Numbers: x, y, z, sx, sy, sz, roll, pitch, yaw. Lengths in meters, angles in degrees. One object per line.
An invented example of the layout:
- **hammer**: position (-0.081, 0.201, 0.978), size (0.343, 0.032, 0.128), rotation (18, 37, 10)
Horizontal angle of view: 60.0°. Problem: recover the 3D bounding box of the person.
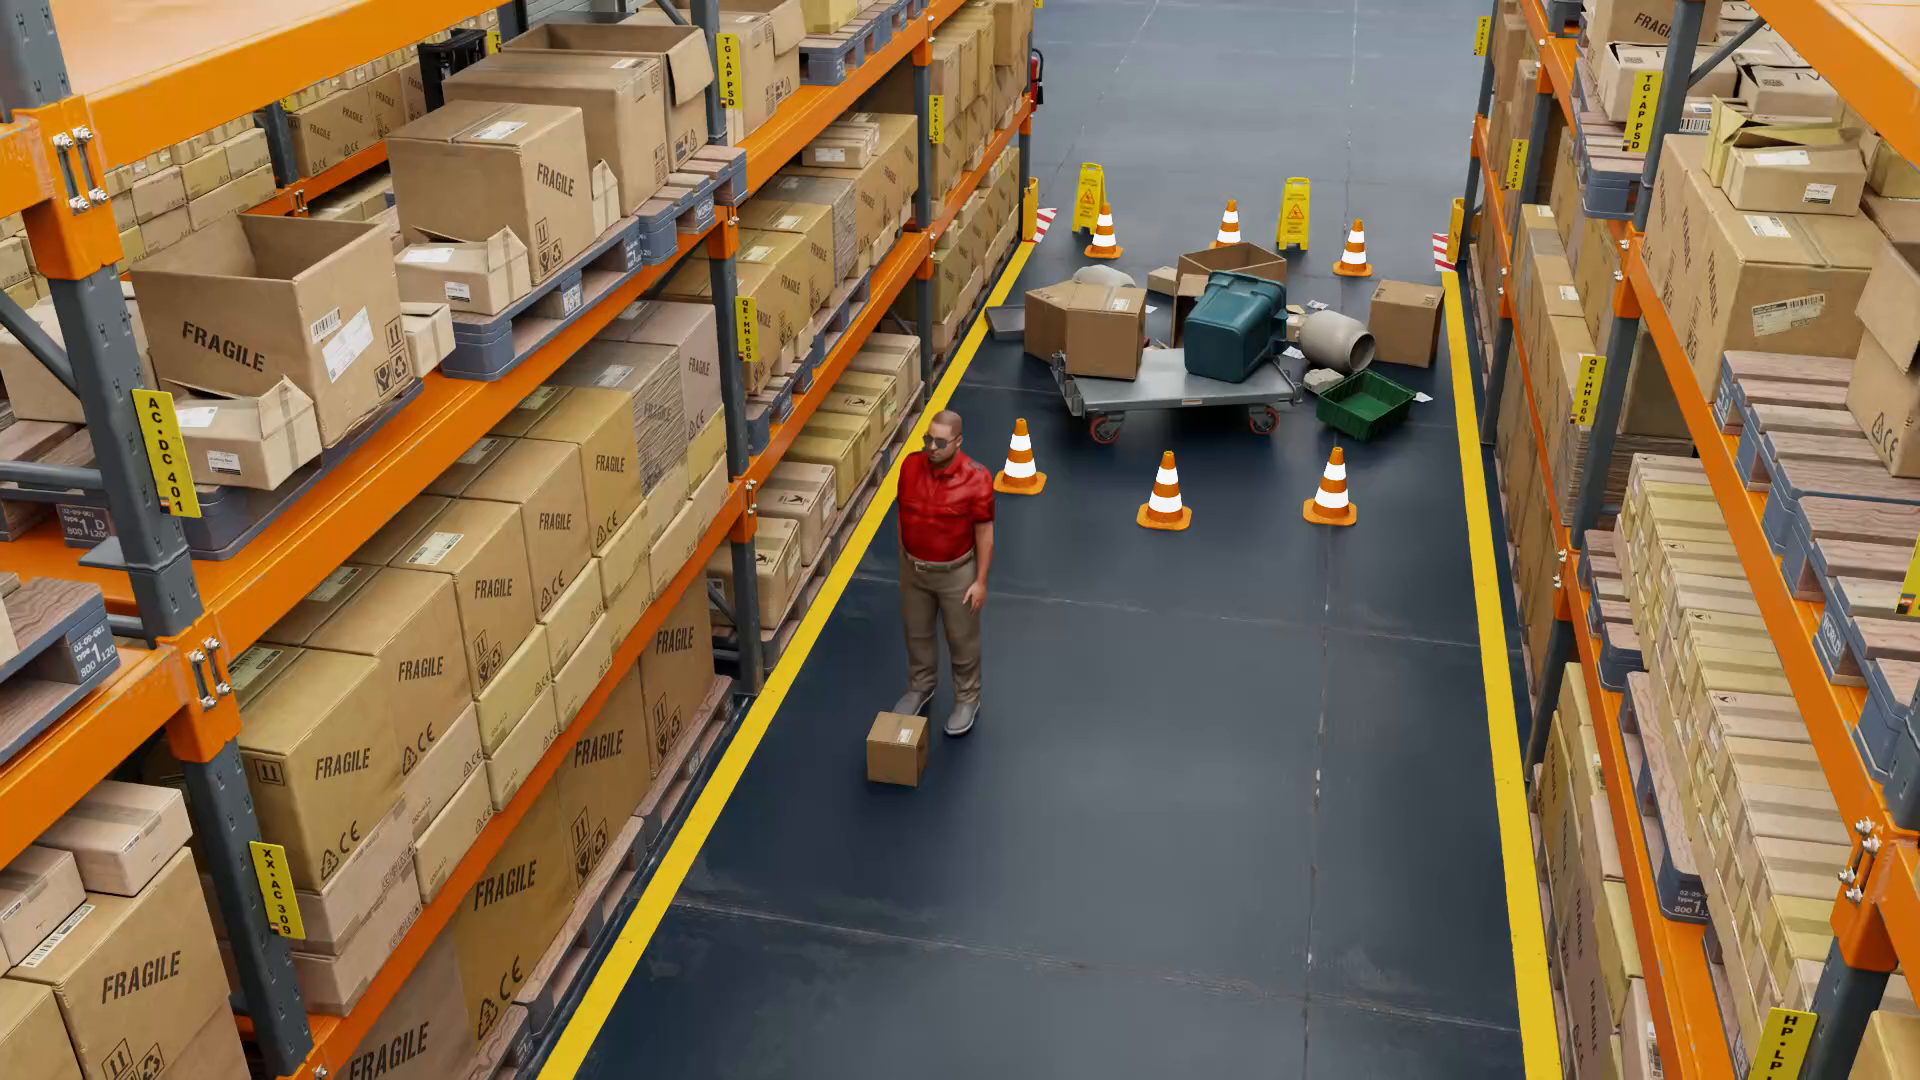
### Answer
- **person**: position (-0.098, 0.166, 8.320), size (0.534, 1.730, 0.361), rotation (13, 31, 22)
